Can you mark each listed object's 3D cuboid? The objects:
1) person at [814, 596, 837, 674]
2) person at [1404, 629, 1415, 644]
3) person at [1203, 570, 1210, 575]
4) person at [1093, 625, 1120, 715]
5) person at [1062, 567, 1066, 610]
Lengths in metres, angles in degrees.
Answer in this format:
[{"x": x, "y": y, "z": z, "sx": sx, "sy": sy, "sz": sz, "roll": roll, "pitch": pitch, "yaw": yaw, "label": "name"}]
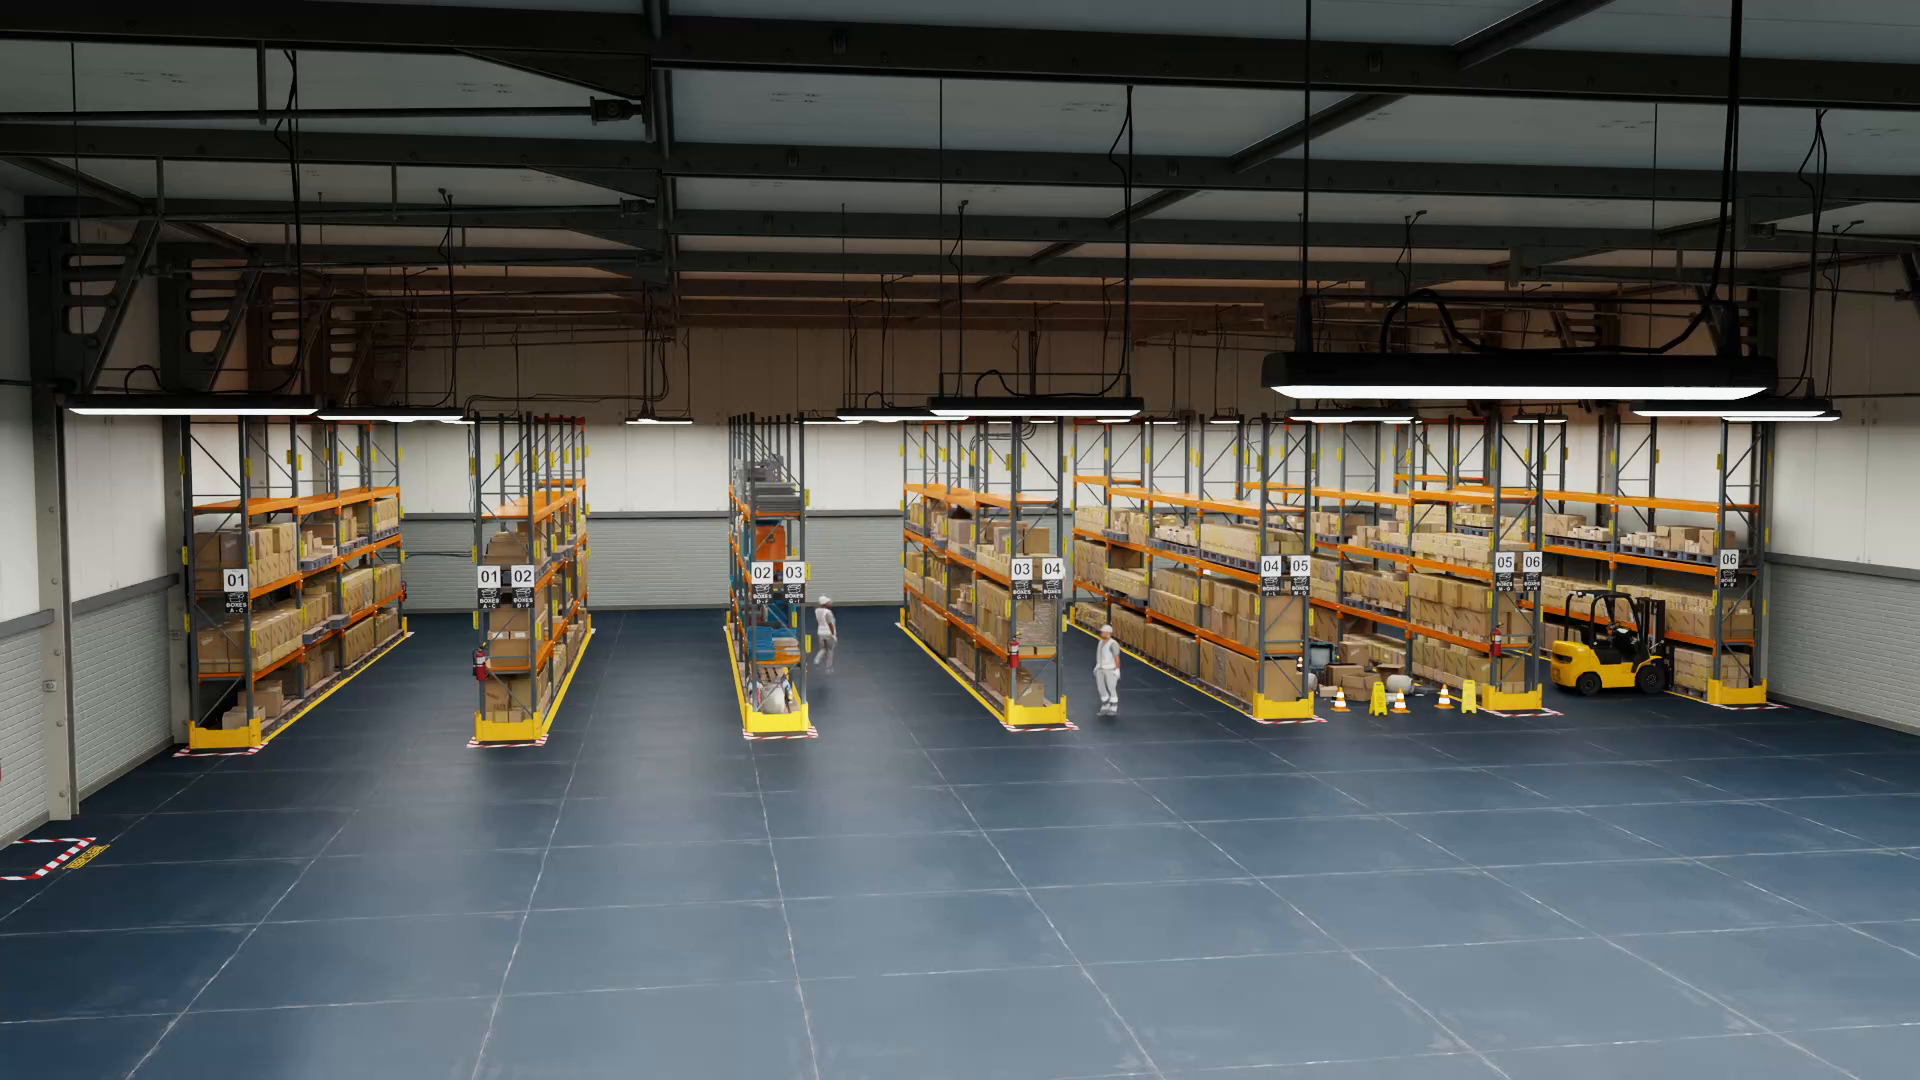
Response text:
[{"x": -3.038, "y": 2.145, "z": 37.473, "sx": 0.568, "sy": 1.770, "sz": 0.610, "roll": 2, "pitch": 4, "yaw": 30, "label": "person"}, {"x": 11.449, "y": 1.971, "z": 42.396, "sx": 0.487, "sy": 1.768, "sz": 0.643, "roll": 2, "pitch": 4, "yaw": 23, "label": "person"}, {"x": 6.758, "y": 1.711, "z": 46.109, "sx": 0.484, "sy": 1.774, "sz": 0.585, "roll": 0, "pitch": 4, "yaw": -3, "label": "person"}, {"x": 2.915, "y": 2.590, "z": 32.953, "sx": 0.356, "sy": 1.822, "sz": 0.661, "roll": -4, "pitch": 5, "yaw": -44, "label": "person"}, {"x": 2.965, "y": 1.393, "z": 50.995, "sx": 0.566, "sy": 1.724, "sz": 1.001, "roll": 1, "pitch": 4, "yaw": 16, "label": "person"}]
